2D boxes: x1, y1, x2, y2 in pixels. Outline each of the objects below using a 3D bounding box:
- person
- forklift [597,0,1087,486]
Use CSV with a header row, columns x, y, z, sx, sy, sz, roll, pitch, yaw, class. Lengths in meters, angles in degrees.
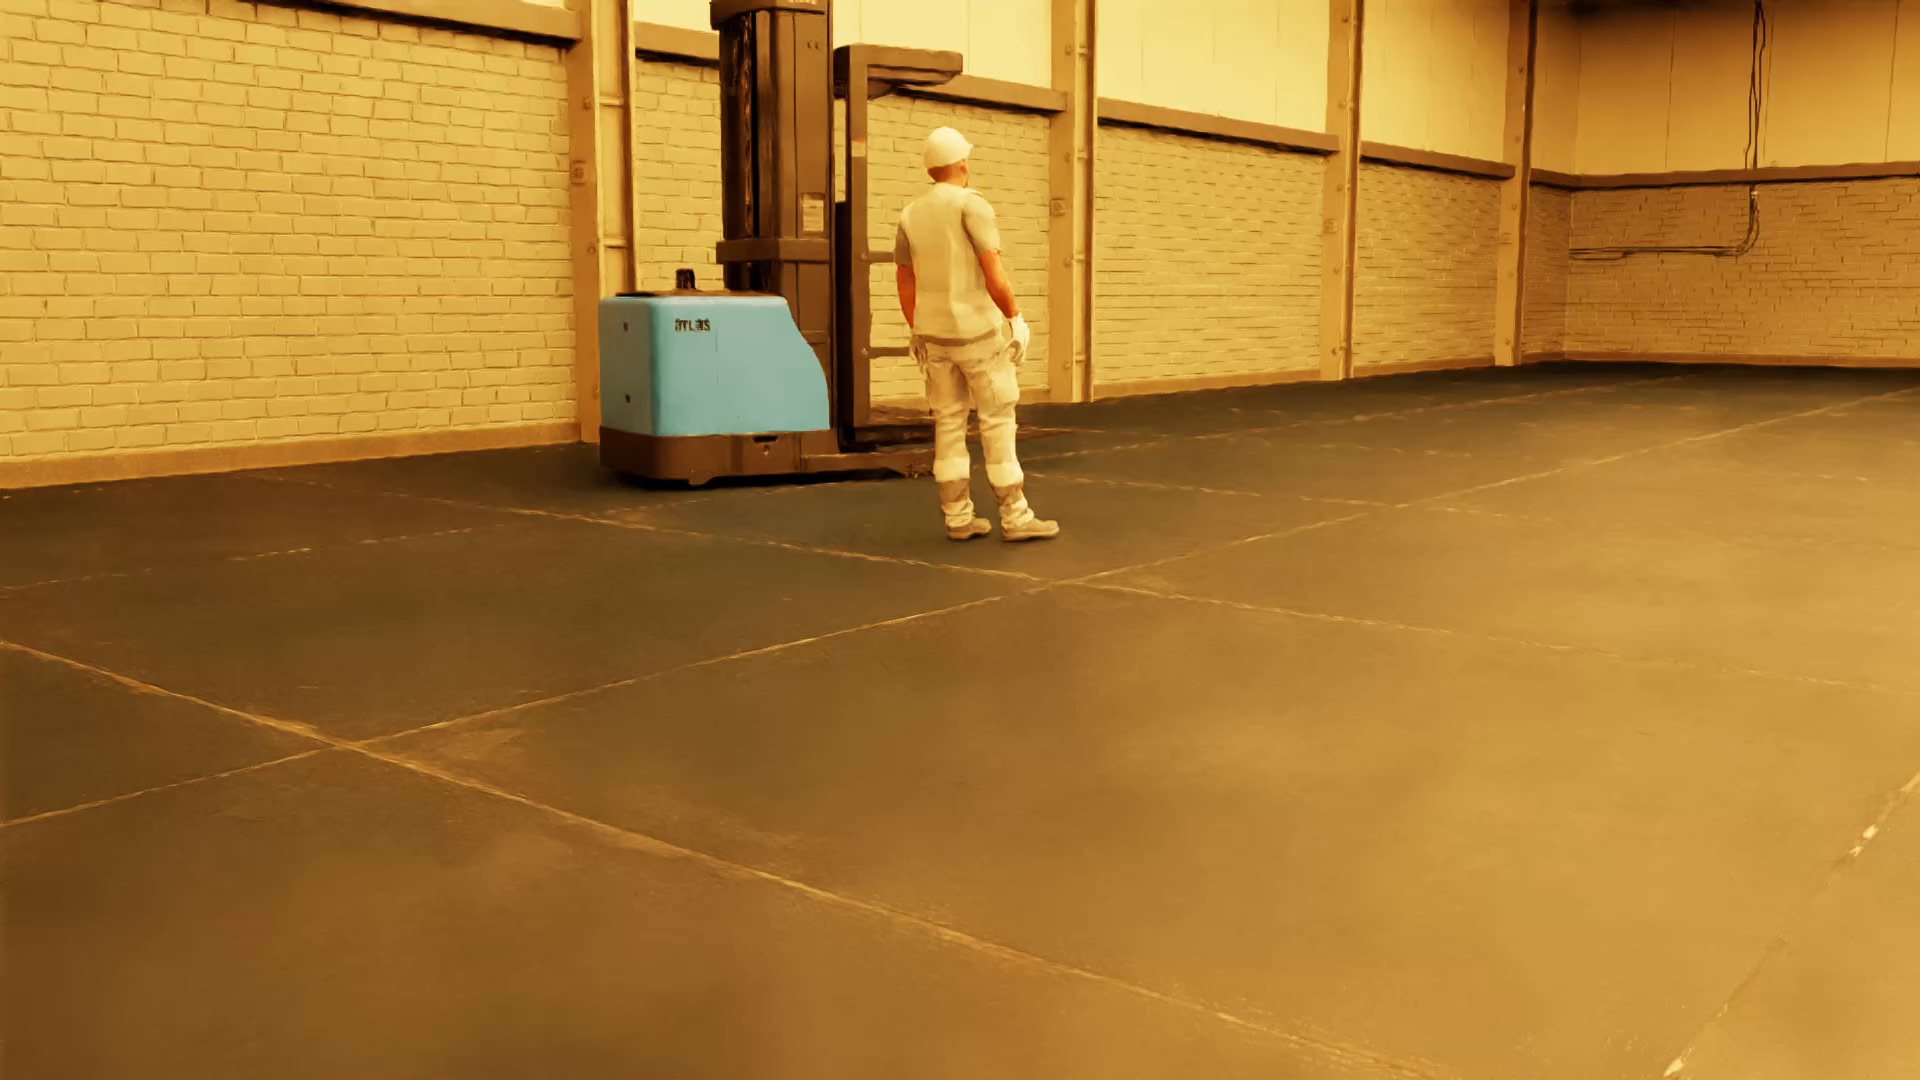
x,y,z,sx,sy,sz,roll,pitch,yaw,class
0.059,-0.900,7.329,0.637,1.787,0.563,7,11,38,person
-0.637,-1.886,10.172,3.031,2.935,1.130,-5,10,-31,forklift
